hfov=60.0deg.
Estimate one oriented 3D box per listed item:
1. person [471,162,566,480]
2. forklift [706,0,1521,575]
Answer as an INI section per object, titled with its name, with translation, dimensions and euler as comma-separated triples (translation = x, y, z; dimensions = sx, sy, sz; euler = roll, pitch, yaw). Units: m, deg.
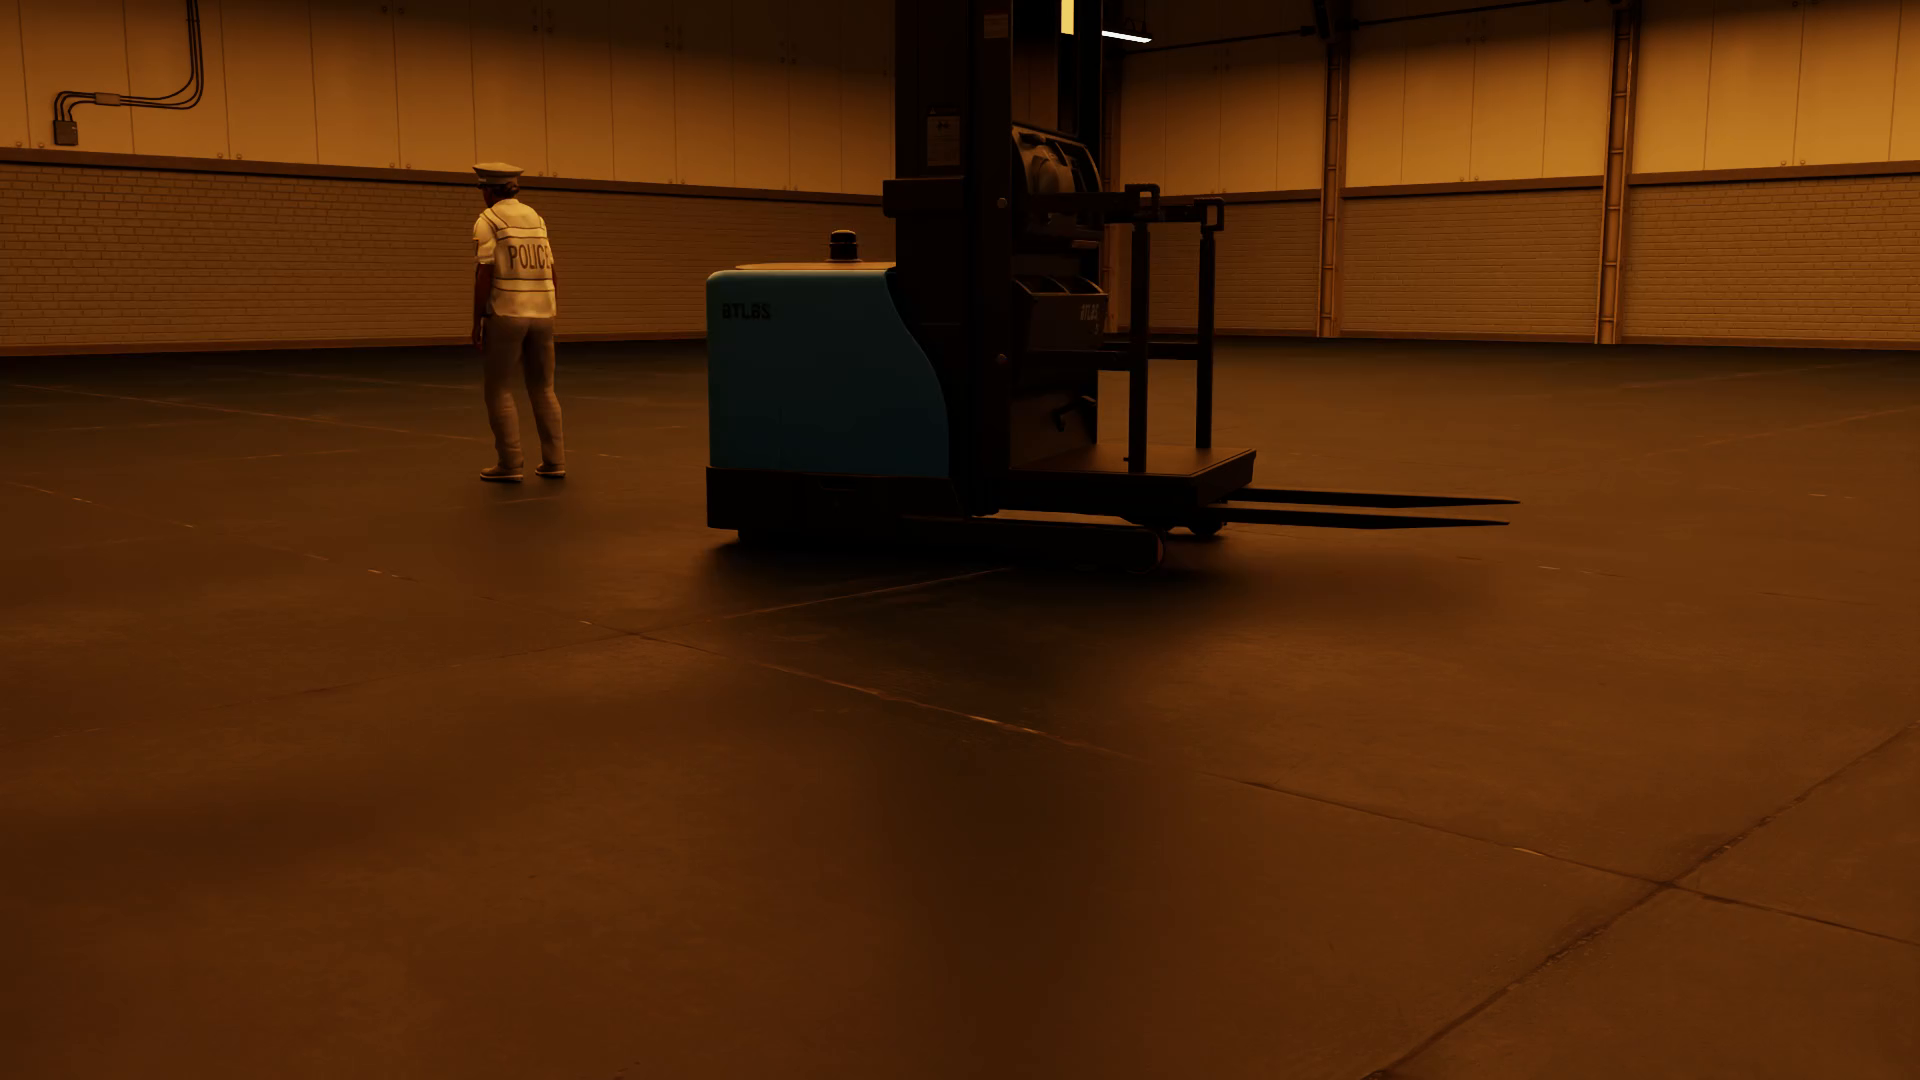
[person]
translation = -2.335, -1.148, 8.770
dimensions = 0.396, 1.662, 0.532
euler = 8, 11, 41
[forklift]
translation = 0.565, -1.416, 6.275
dimensions = 3.031, 2.935, 1.130
euler = 3, 9, 22
